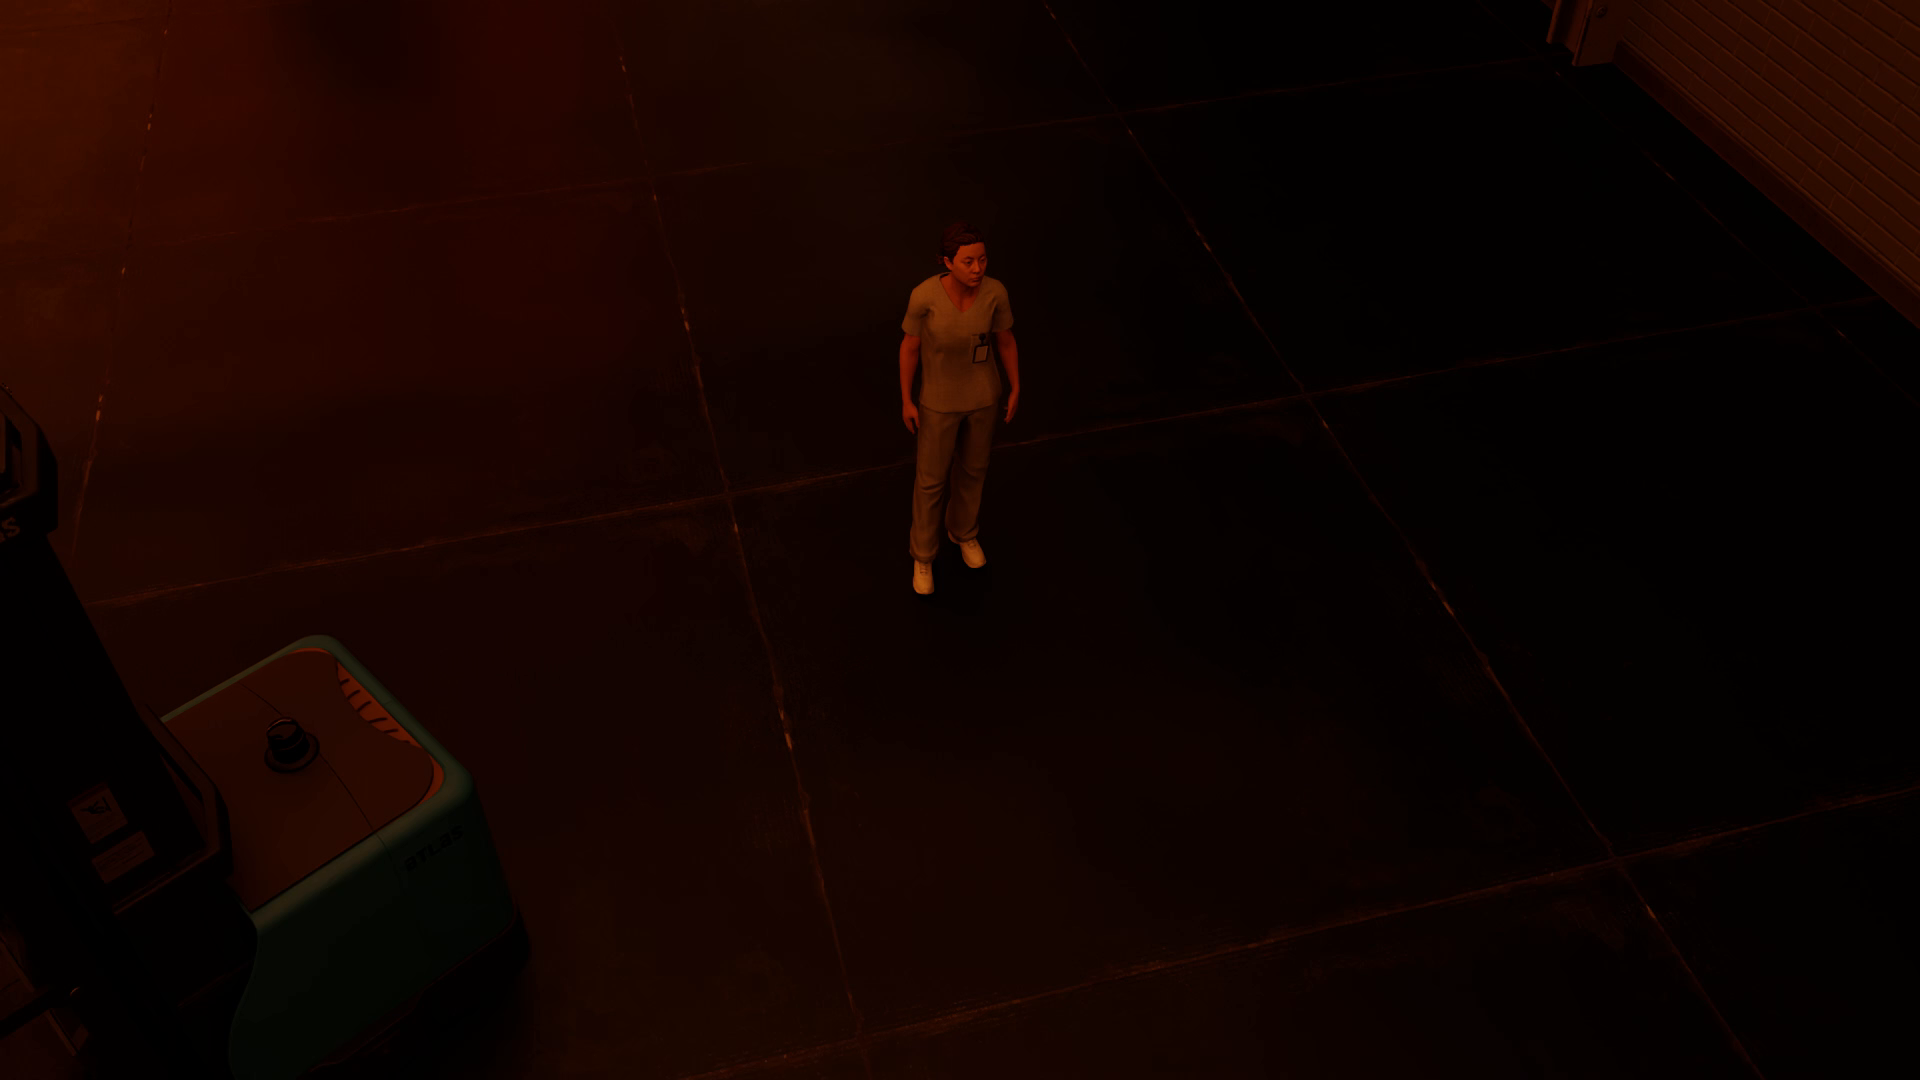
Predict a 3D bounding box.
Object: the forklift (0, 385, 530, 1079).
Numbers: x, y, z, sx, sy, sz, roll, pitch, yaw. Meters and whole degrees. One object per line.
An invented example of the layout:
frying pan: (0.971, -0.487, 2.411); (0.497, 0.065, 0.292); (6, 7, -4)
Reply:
forklift: (-2.972, 0.974, 4.615); (3.031, 2.935, 1.130); (-34, 53, -31)

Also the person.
person: (0.005, -0.560, 7.148); (0.549, 1.665, 0.549); (-10, 44, -11)
